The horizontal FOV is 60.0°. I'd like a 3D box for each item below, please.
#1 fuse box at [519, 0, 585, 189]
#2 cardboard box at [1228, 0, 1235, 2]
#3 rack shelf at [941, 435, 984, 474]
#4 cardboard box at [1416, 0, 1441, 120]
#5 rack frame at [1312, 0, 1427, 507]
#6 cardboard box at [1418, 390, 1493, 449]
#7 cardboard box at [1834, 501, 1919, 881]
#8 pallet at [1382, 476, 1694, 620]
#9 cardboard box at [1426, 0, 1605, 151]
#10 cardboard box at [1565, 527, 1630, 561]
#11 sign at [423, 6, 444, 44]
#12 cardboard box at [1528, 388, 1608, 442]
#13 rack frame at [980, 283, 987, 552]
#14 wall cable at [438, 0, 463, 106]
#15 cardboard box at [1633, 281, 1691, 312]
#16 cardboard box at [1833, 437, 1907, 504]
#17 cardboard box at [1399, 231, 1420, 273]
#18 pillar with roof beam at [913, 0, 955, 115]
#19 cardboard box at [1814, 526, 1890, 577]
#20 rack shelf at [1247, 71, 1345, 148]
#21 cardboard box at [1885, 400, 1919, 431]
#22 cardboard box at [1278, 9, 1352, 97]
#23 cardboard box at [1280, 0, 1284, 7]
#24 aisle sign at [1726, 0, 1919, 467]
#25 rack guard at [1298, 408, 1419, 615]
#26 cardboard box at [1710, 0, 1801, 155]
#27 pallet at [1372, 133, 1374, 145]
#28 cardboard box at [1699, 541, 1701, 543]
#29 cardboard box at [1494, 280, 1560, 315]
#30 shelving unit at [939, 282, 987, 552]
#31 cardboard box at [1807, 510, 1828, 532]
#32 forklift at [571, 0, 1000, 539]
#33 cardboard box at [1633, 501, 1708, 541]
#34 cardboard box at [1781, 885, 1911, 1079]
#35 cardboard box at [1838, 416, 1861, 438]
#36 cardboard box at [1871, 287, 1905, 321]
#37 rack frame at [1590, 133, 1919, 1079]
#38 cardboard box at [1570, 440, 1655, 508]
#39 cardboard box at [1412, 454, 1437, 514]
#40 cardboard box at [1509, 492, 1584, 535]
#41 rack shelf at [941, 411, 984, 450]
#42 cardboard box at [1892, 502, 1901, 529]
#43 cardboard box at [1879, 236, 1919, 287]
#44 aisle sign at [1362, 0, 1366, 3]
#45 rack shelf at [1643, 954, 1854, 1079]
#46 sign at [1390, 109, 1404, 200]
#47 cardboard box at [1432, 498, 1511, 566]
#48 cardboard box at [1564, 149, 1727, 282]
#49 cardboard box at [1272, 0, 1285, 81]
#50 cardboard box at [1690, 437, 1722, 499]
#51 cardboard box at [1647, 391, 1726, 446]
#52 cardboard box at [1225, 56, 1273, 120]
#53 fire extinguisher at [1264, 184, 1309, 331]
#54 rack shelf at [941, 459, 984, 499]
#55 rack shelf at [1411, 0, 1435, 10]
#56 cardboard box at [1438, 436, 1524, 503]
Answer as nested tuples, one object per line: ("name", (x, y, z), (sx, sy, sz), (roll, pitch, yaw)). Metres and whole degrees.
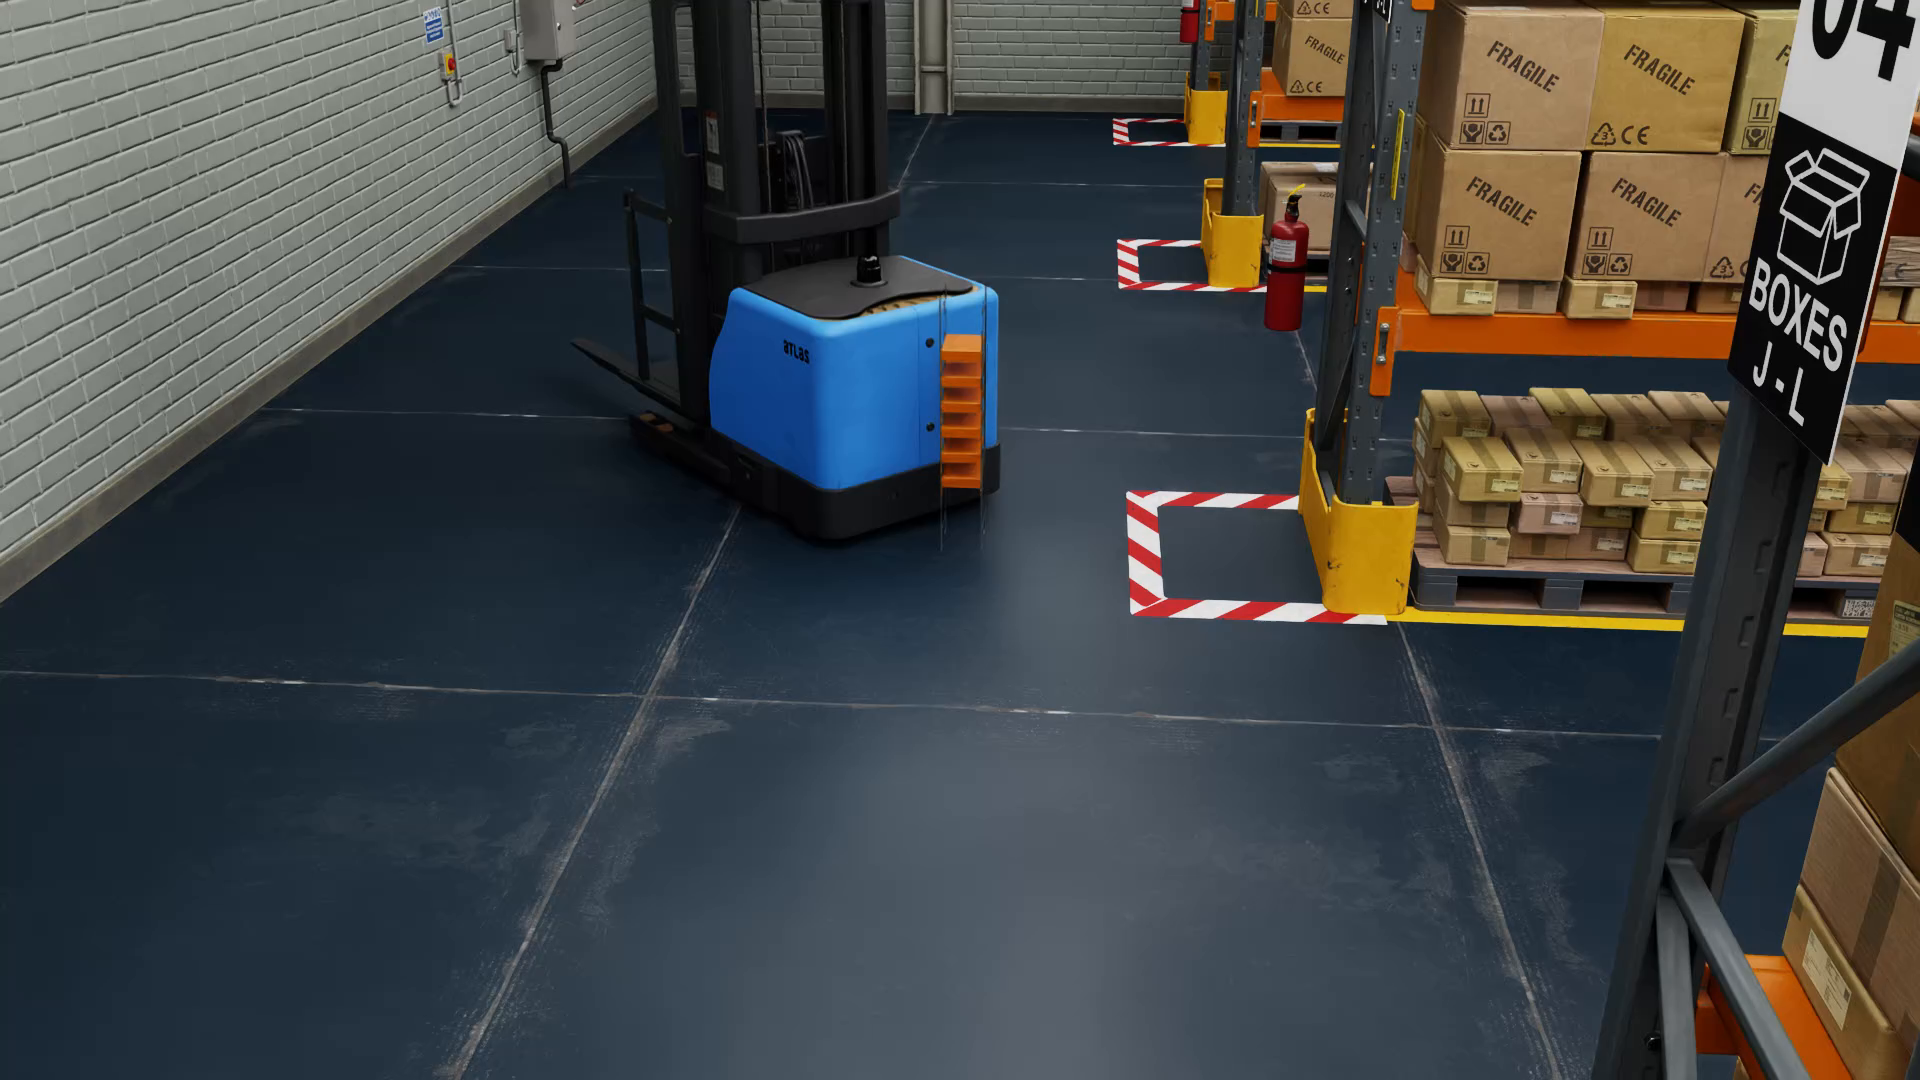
("fuse box", (-3.343, -3.815, 13.994), (0.414, 1.711, 0.539), (2, 25, 4))
("cardboard box", (2.658, -5.189, 15.738), (0.250, 0.149, 0.380), (2, 25, 4))
("rack shelf", (0.014, -0.395, 7.567), (0.180, 0.103, 0.258), (2, 25, 4))
("cardboard box", (2.172, -2.016, 6.872), (0.500, 0.500, 0.500), (1, 25, 3))
("rack frame", (1.696, -1.292, 6.970), (0.127, 3.000, 1.000), (2, 25, 4))
("cardboard box", (2.244, -0.547, 7.547), (0.250, 0.149, 0.380), (2, 25, 5))
("cardboard box", (1.722, 0.270, 2.501), (0.500, 0.500, 0.500), (2, 25, 5))
("pallet", (2.579, 0.018, 7.459), (1.213, 0.211, 1.003), (2, 25, 4))
("cardboard box", (2.124, -1.802, 6.406), (0.500, 0.500, 0.500), (2, 25, 4))
("cardboard box", (2.710, -0.059, 7.197), (0.250, 0.149, 0.380), (2, 25, 5))
("sign", (-3.714, -3.634, 11.736), (0.001, 0.218, 0.327), (2, 25, 4))
("cardboard box", (2.758, -0.560, 7.574), (0.250, 0.149, 0.380), (1, 25, 3))
("rack frame", (0.106, -0.542, 7.492), (0.006, 1.200, 0.240), (2, 25, 4))
("wall cable", (-3.649, -4.005, 11.613), (0.123, 1.953, 0.585), (2, 25, 4))
("cardboard box", (2.784, -1.058, 6.762), (0.250, 0.149, 0.380), (3, 25, 6))
("cardboard box", (3.764, -0.298, 7.005), (0.250, 0.149, 0.380), (2, 25, 4))
("cardboard box", (2.043, -1.286, 7.256), (0.250, 0.149, 0.380), (2, 25, 4))
("pillar with roof beam", (-0.598, -6.821, 11.808), (0.400, 9.000, 9.100), (2, 25, 4))
("cardboard box", (3.738, 0.006, 7.057), (0.250, 0.149, 0.380), (2, 25, 4))
("rack shelf", (3.969, -2.968, 11.472), (4.000, 0.370, 1.077), (2, 25, 4))
("cardboard box", (4.322, -0.490, 7.422), (0.250, 0.149, 0.380), (2, 25, 5))
("cardboard box", (2.431, -3.269, 11.147), (0.500, 0.500, 0.500), (2, 25, 4))
("cardboard box", (2.473, -3.942, 11.413), (0.500, 0.500, 0.500), (3, 25, 6))
("aisle sign", (1.167, -0.537, 2.218), (0.004, 0.787, 0.394), (2, 25, 4))
("rack guard", (1.772, -0.154, 7.487), (0.348, 0.500, 1.175), (2, 25, 4))
("cardboard box", (3.144, -1.763, 6.321), (0.500, 0.500, 0.500), (1, 25, 3))
("pallet", (4.435, -4.093, 16.393), (1.213, 0.211, 1.003), (2, 25, 4))
("cardboard box", (3.218, -0.036, 7.148), (0.250, 0.149, 0.380), (2, 25, 4))
("cardboard box", (2.251, -1.040, 6.723), (0.250, 0.149, 0.380), (3, 25, 6))
("shelving unit", (0.014, -0.545, 7.498), (0.189, 1.200, 0.258), (2, 25, 4))
("cardboard box", (3.512, -0.182, 7.110), (0.250, 0.149, 0.380), (3, 25, 7))
("forklift", (-1.101, -1.886, 8.342), (1.130, 2.935, 3.031), (-18, 30, -34))
("cardboard box", (2.966, -0.143, 7.024), (0.250, 0.149, 0.380), (3, 25, 6))
("cardboard box", (1.596, 0.760, 2.811), (0.250, 0.149, 0.380), (2, 25, 5))
("cardboard box", (3.801, -0.488, 7.419), (0.250, 0.149, 0.380), (2, 25, 4))
("cardboard box", (3.554, -1.003, 6.641), (0.250, 0.149, 0.380), (3, 25, 6))
("rack frame", (1.216, 0.770, 2.488), (0.053, 2.616, 0.949), (2, 25, 4))
("cardboard box", (2.718, -0.280, 6.966), (0.250, 0.149, 0.380), (2, 25, 4))
("cardboard box", (2.237, -0.258, 7.631), (0.250, 0.149, 0.380), (2, 25, 5))
("cardboard box", (2.468, -0.167, 7.077), (0.250, 0.149, 0.380), (2, 25, 4))
("rack shelf", (0.014, -0.504, 7.517), (0.180, 0.103, 0.258), (2, 25, 4))
("cardboard box", (4.043, -0.143, 7.025), (0.250, 0.149, 0.380), (1, 25, 1))
("cardboard box", (3.655, -1.302, 6.516), (0.500, 0.500, 0.500), (1, 25, 3))
("aisle sign", (1.647, -2.601, 6.704), (0.004, 0.787, 0.394), (2, 25, 4))
("rack shelf", (3.210, 1.162, 2.496), (4.000, 0.370, 1.077), (2, 25, 4))
("sign", (1.655, -1.459, 6.298), (0.005, 0.325, 0.100), (2, 25, 4))
("cardboard box", (2.194, -0.038, 7.152), (0.250, 0.149, 0.380), (2, 25, 5))
("cardboard box", (2.658, -1.337, 6.592), (0.500, 0.500, 0.500), (2, 25, 4))
("cardboard box", (2.476, -3.499, 11.646), (0.500, 0.500, 0.500), (2, 25, 4))
("cardboard box", (3.248, -0.294, 6.996), (0.250, 0.149, 0.380), (3, 25, 6))
("cardboard box", (3.283, -0.540, 7.531), (0.250, 0.149, 0.380), (3, 25, 6))
("cardboard box", (2.953, -4.425, 16.263), (0.637, 0.503, 0.797), (1, 25, 2))
("fire extinguisher", (1.481, -1.288, 7.500), (0.183, 0.674, 0.296), (2, 25, 4))
("rack shelf", (0.014, -0.286, 7.617), (0.180, 0.103, 0.258), (2, 25, 4))
("rack shelf", (3.690, -2.264, 6.355), (4.000, 0.370, 1.077), (2, 25, 4))
("cardboard box", (2.193, -0.300, 7.010), (0.250, 0.149, 0.380), (1, 25, 2))
